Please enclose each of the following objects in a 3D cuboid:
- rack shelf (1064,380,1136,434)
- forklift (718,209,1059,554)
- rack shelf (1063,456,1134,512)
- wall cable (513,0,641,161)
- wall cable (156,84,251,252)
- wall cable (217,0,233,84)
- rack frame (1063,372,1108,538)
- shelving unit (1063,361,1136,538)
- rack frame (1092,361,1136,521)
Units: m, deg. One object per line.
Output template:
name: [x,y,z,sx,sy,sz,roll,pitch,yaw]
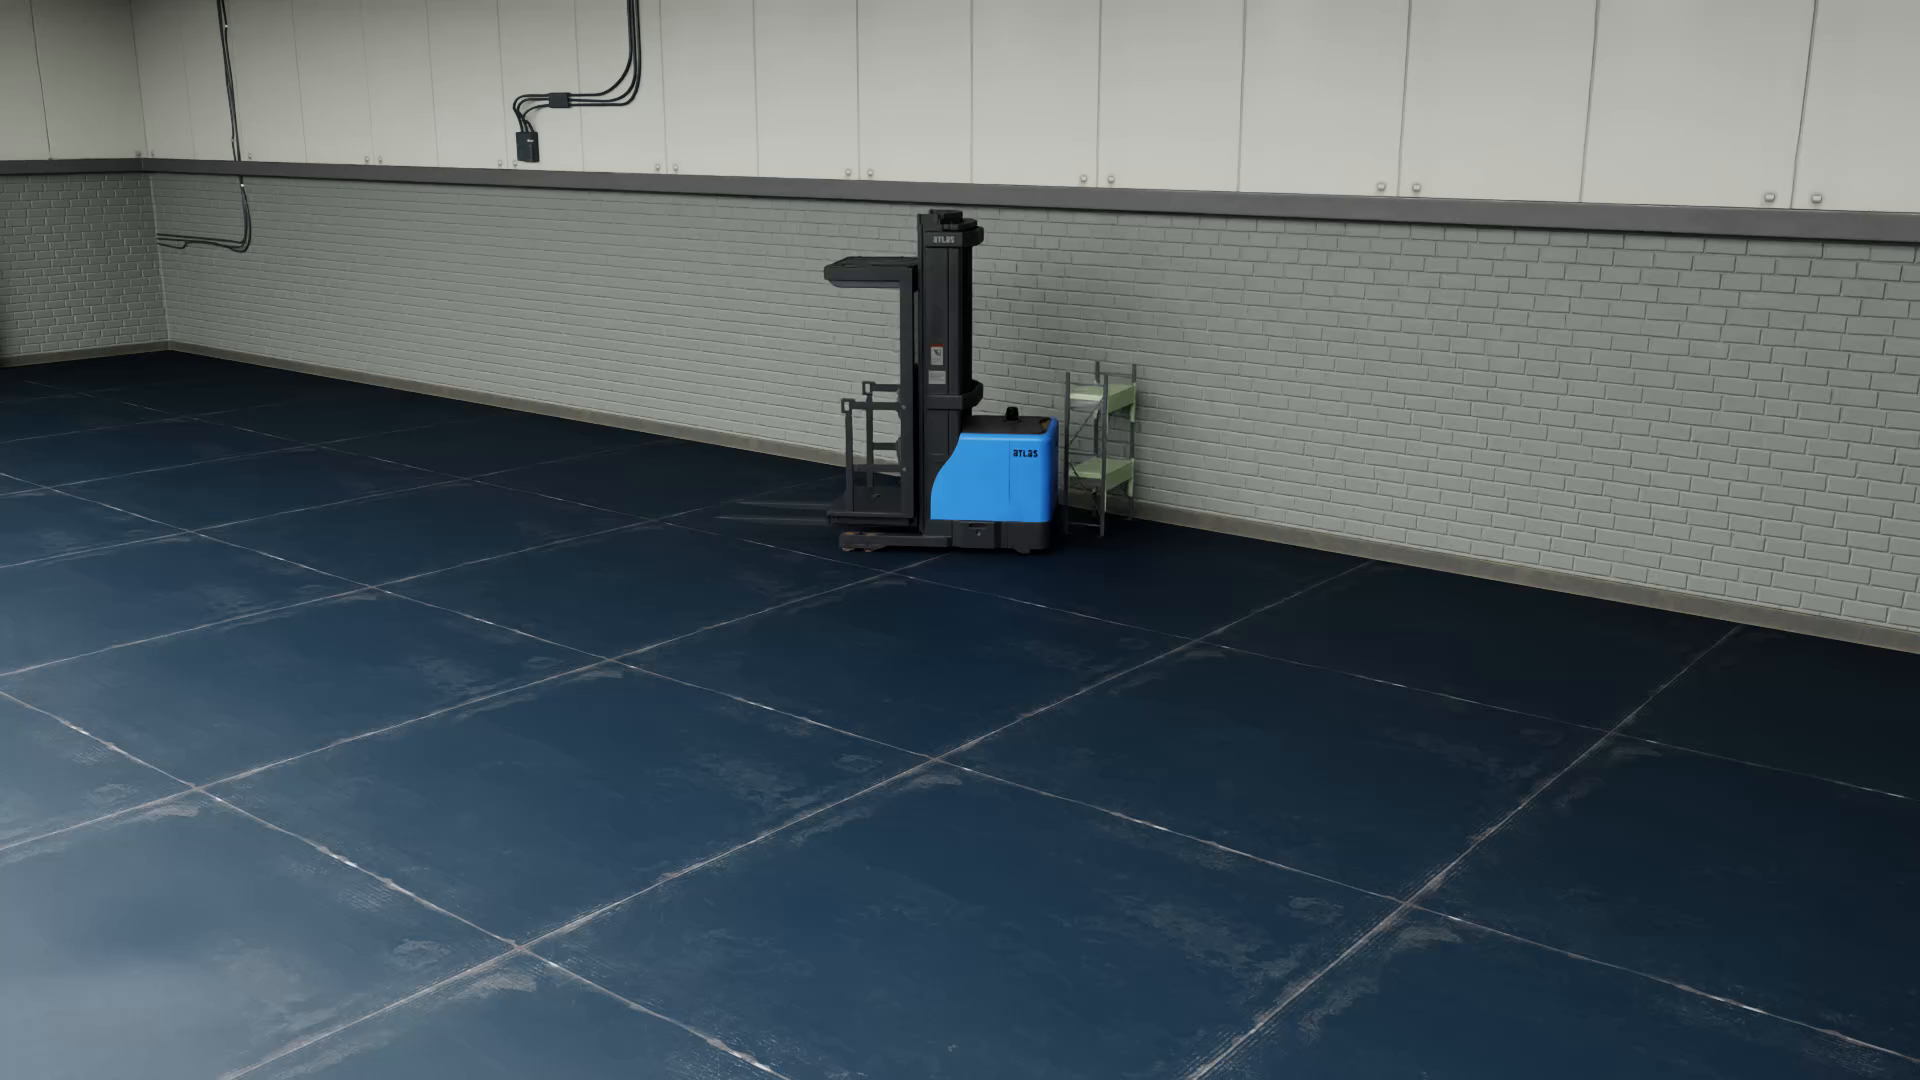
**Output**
rack shelf: [1.298,-1.231,15.336,0.431,0.370,0.720,7,16,25]
forklift: [-0.642,-1.441,14.843,3.031,2.935,1.130,2,14,7]
rack shelf: [1.298,-0.536,15.513,0.431,0.370,0.720,7,16,25]
wall cable: [-4.594,-7.458,19.298,2.305,6.003,0.169,11,18,38]
wall cable: [-11.968,-5.777,25.894,3.097,2.526,0.112,11,18,38]
wall cable: [-9.864,-7.806,23.624,3.097,2.526,0.112,11,18,38]
rack frame: [1.138,-0.771,15.114,0.400,1.500,0.023,7,16,25]
shelving unit: [1.298,-0.852,15.432,0.431,1.500,0.755,7,16,25]
rack frame: [1.459,-0.933,15.751,0.400,1.500,0.023,7,16,25]
